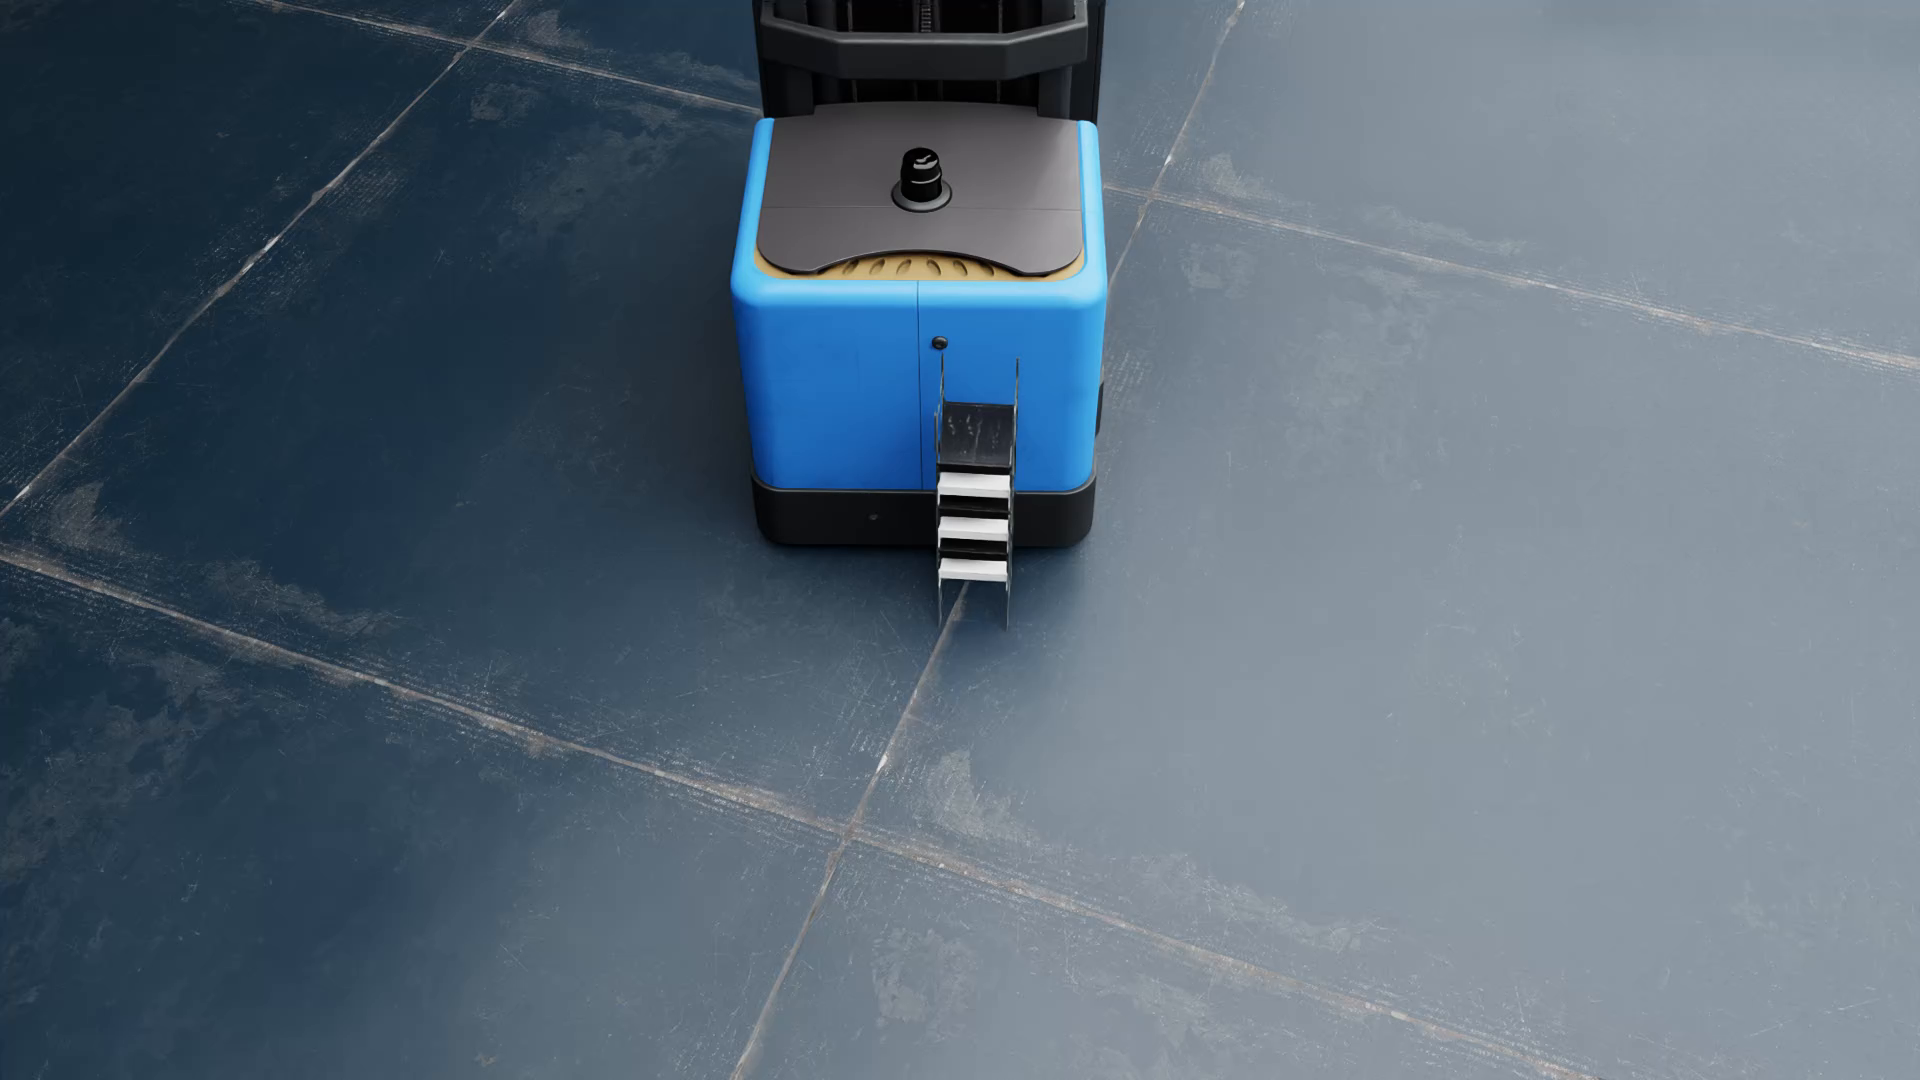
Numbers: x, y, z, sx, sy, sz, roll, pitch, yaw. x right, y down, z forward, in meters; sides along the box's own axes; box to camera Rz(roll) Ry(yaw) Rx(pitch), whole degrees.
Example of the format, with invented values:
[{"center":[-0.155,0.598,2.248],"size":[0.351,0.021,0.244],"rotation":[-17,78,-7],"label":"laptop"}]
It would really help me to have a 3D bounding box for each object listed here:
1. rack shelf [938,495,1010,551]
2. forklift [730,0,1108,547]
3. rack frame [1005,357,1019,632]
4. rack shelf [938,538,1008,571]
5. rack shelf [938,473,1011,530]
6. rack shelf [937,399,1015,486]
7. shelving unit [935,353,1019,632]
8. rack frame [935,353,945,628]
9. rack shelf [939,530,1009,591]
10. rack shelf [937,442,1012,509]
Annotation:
[{"center":[0.047,-0.092,4.779],"size":[0.200,0.077,0.258],"rotation":[3,49,3],"label":"rack shelf"},{"center":[-0.091,-2.040,5.079],"size":[1.130,2.935,3.031],"rotation":[1,49,1],"label":"forklift"},{"center":[0.148,-0.109,4.749],"size":[0.006,0.900,0.240],"rotation":[3,49,3],"label":"rack frame"},{"center":[0.047,-0.033,4.847],"size":[0.200,0.077,0.258],"rotation":[3,49,3],"label":"rack shelf"},{"center":[0.047,-0.151,4.711],"size":[0.200,0.077,0.258],"rotation":[3,49,3],"label":"rack shelf"},{"center":[0.047,-0.269,4.575],"size":[0.200,0.077,0.258],"rotation":[3,49,3],"label":"rack shelf"},{"center":[0.047,-0.114,4.753],"size":[0.210,0.900,0.258],"rotation":[3,49,3],"label":"shelving unit"},{"center":[-0.055,-0.120,4.758],"size":[0.006,0.900,0.240],"rotation":[3,49,3],"label":"rack frame"},{"center":[0.047,0.026,4.915],"size":[0.200,0.077,0.258],"rotation":[3,49,3],"label":"rack shelf"},{"center":[0.047,-0.210,4.643],"size":[0.200,0.077,0.258],"rotation":[3,49,3],"label":"rack shelf"}]
